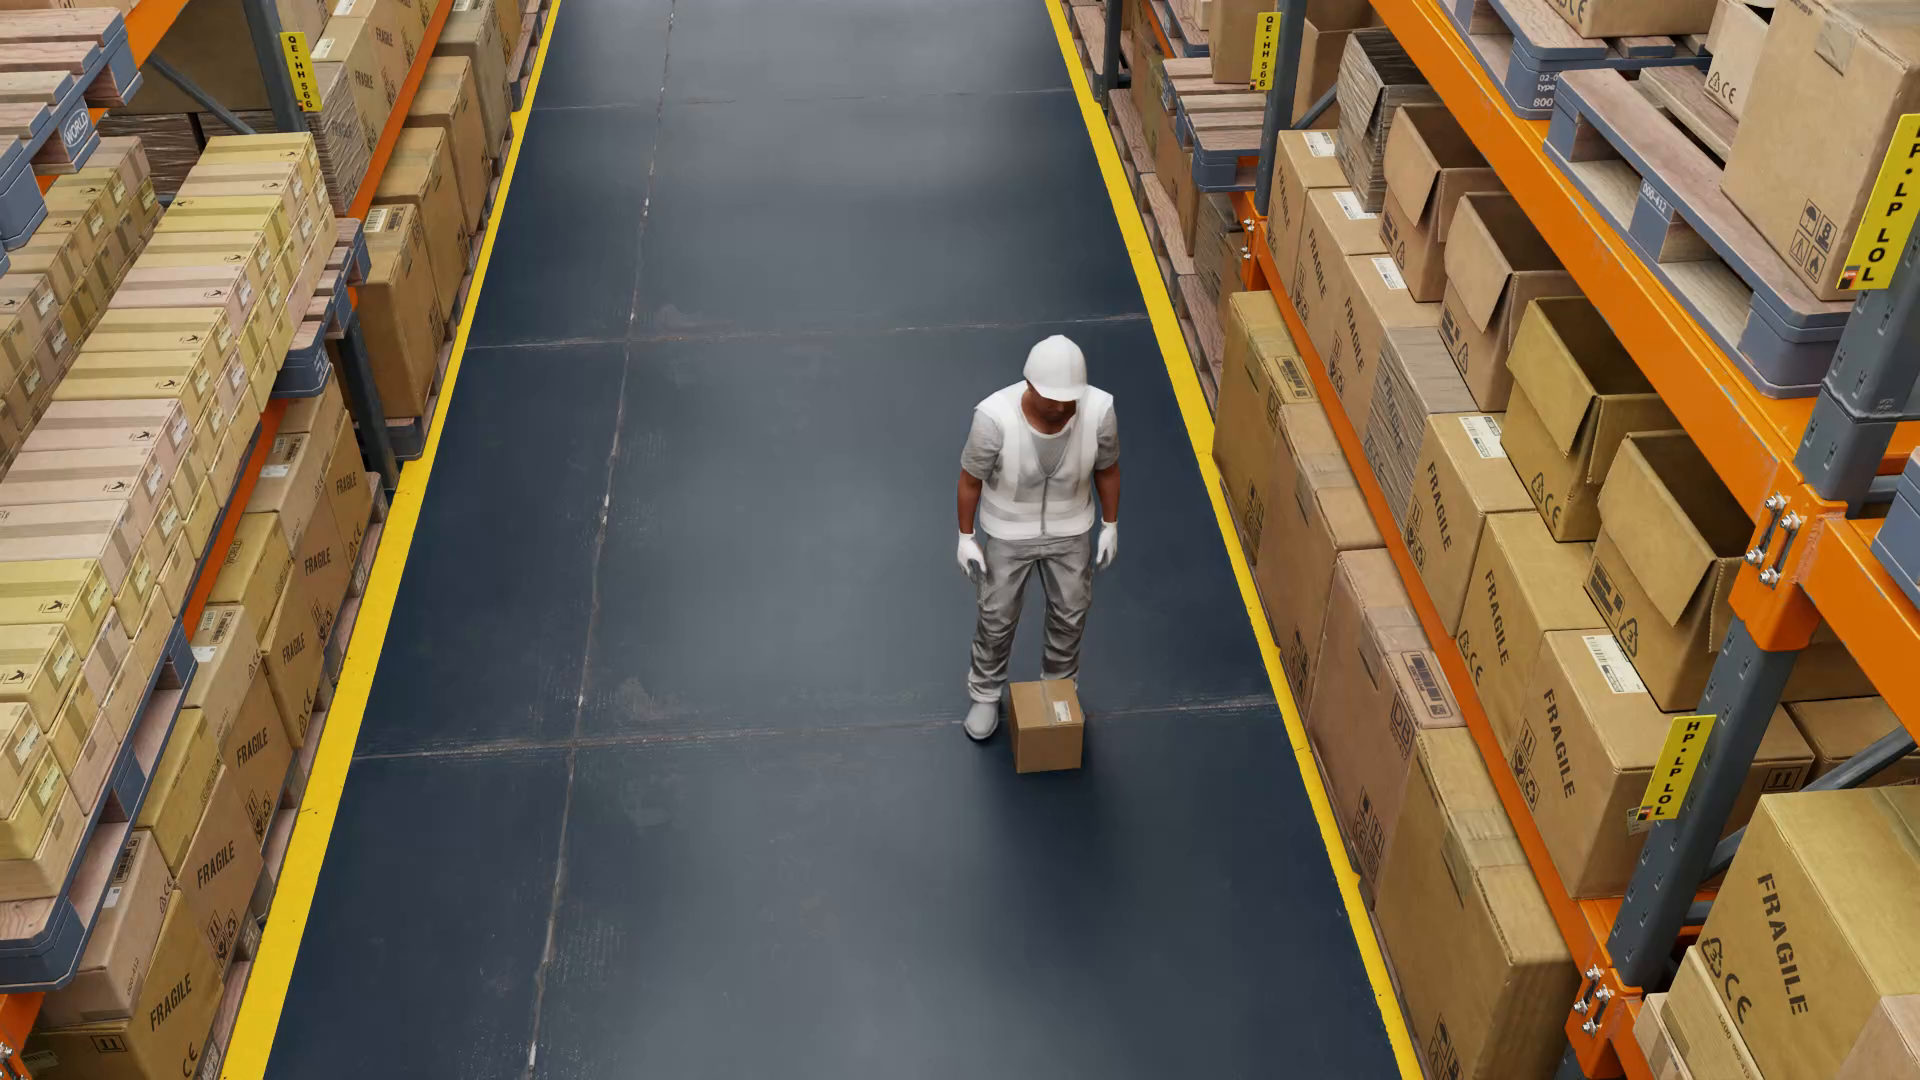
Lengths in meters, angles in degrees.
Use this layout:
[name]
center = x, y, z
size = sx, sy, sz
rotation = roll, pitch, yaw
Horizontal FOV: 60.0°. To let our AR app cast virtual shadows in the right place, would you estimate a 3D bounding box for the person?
[person]
center = 0.291, -0.013, 6.164
size = 0.616, 1.772, 0.452
rotation = -5, 39, -6
